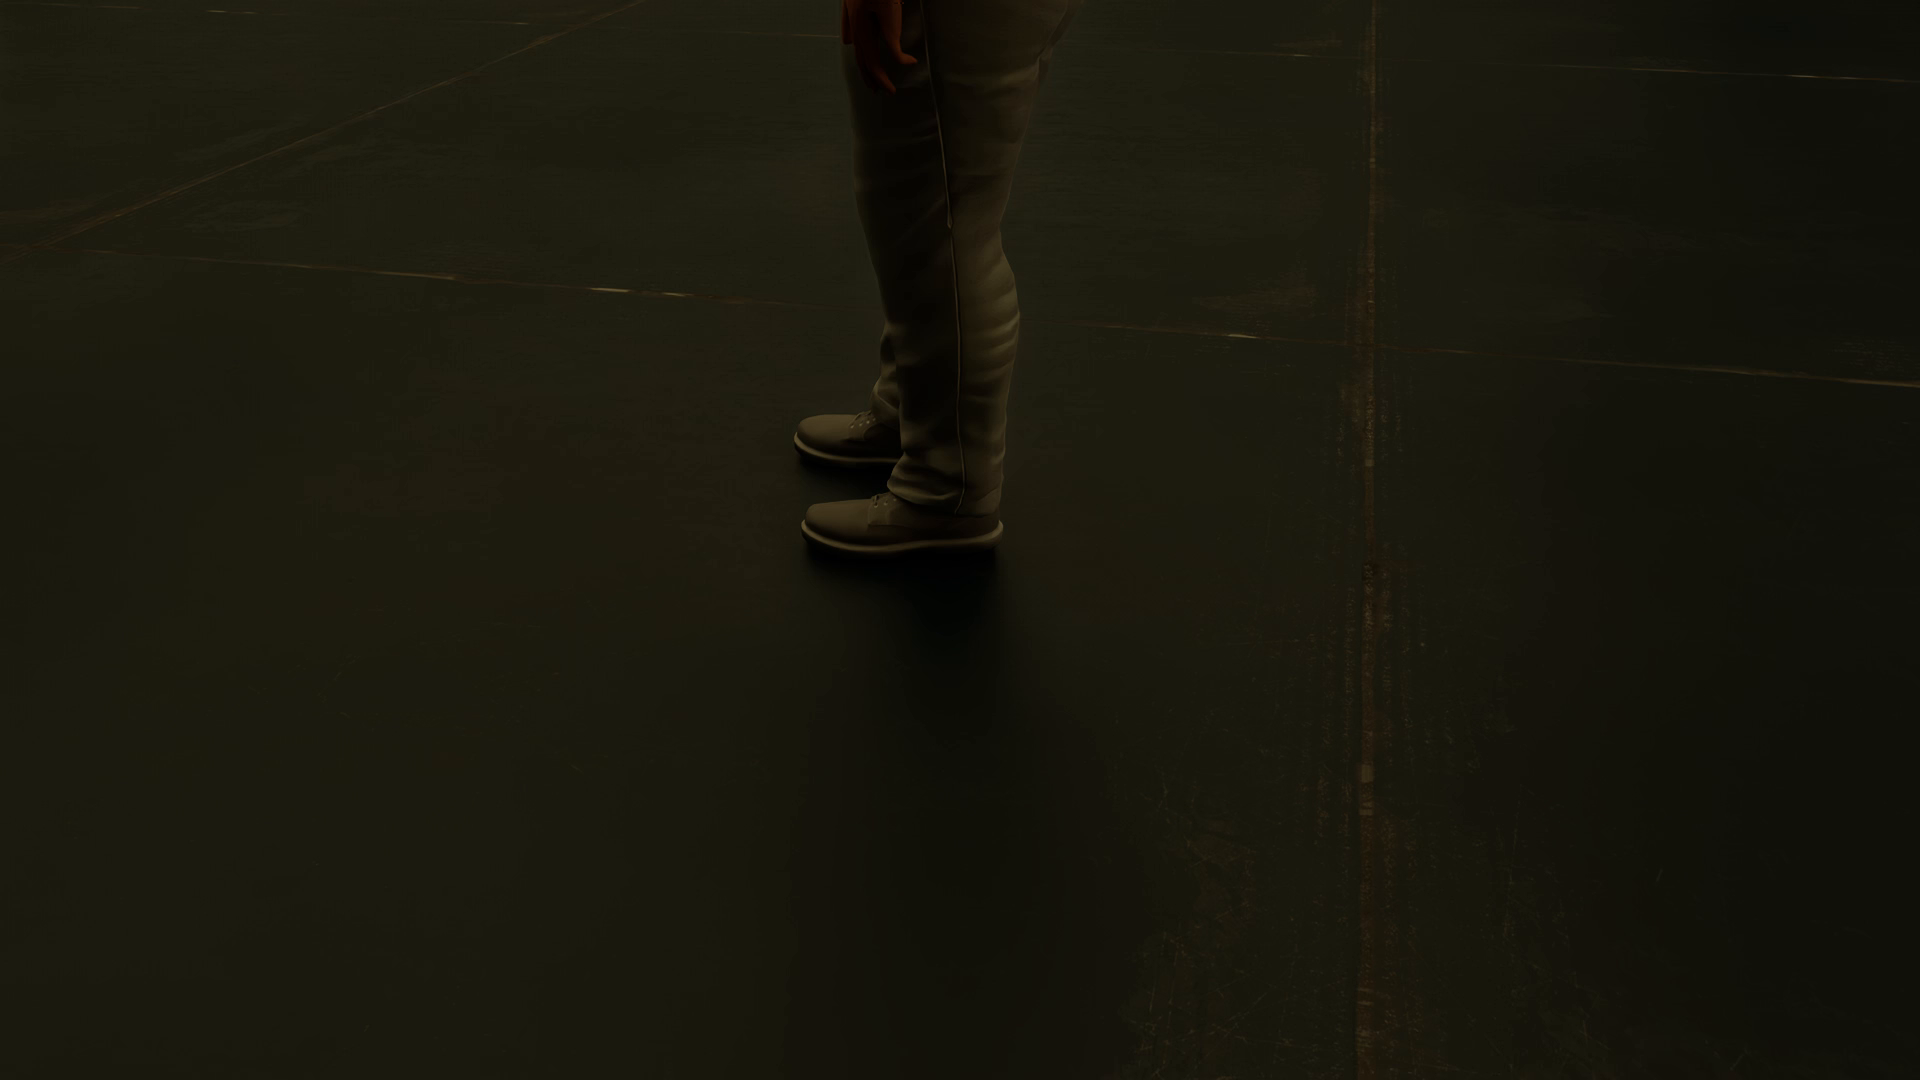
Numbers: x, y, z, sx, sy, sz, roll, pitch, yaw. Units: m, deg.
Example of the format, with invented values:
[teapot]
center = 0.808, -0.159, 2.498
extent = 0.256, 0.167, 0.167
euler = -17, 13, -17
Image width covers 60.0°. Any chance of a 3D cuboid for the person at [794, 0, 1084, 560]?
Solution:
[person]
center = -0.070, -0.768, 2.156
extent = 0.529, 1.670, 0.599
euler = 6, 27, 11
